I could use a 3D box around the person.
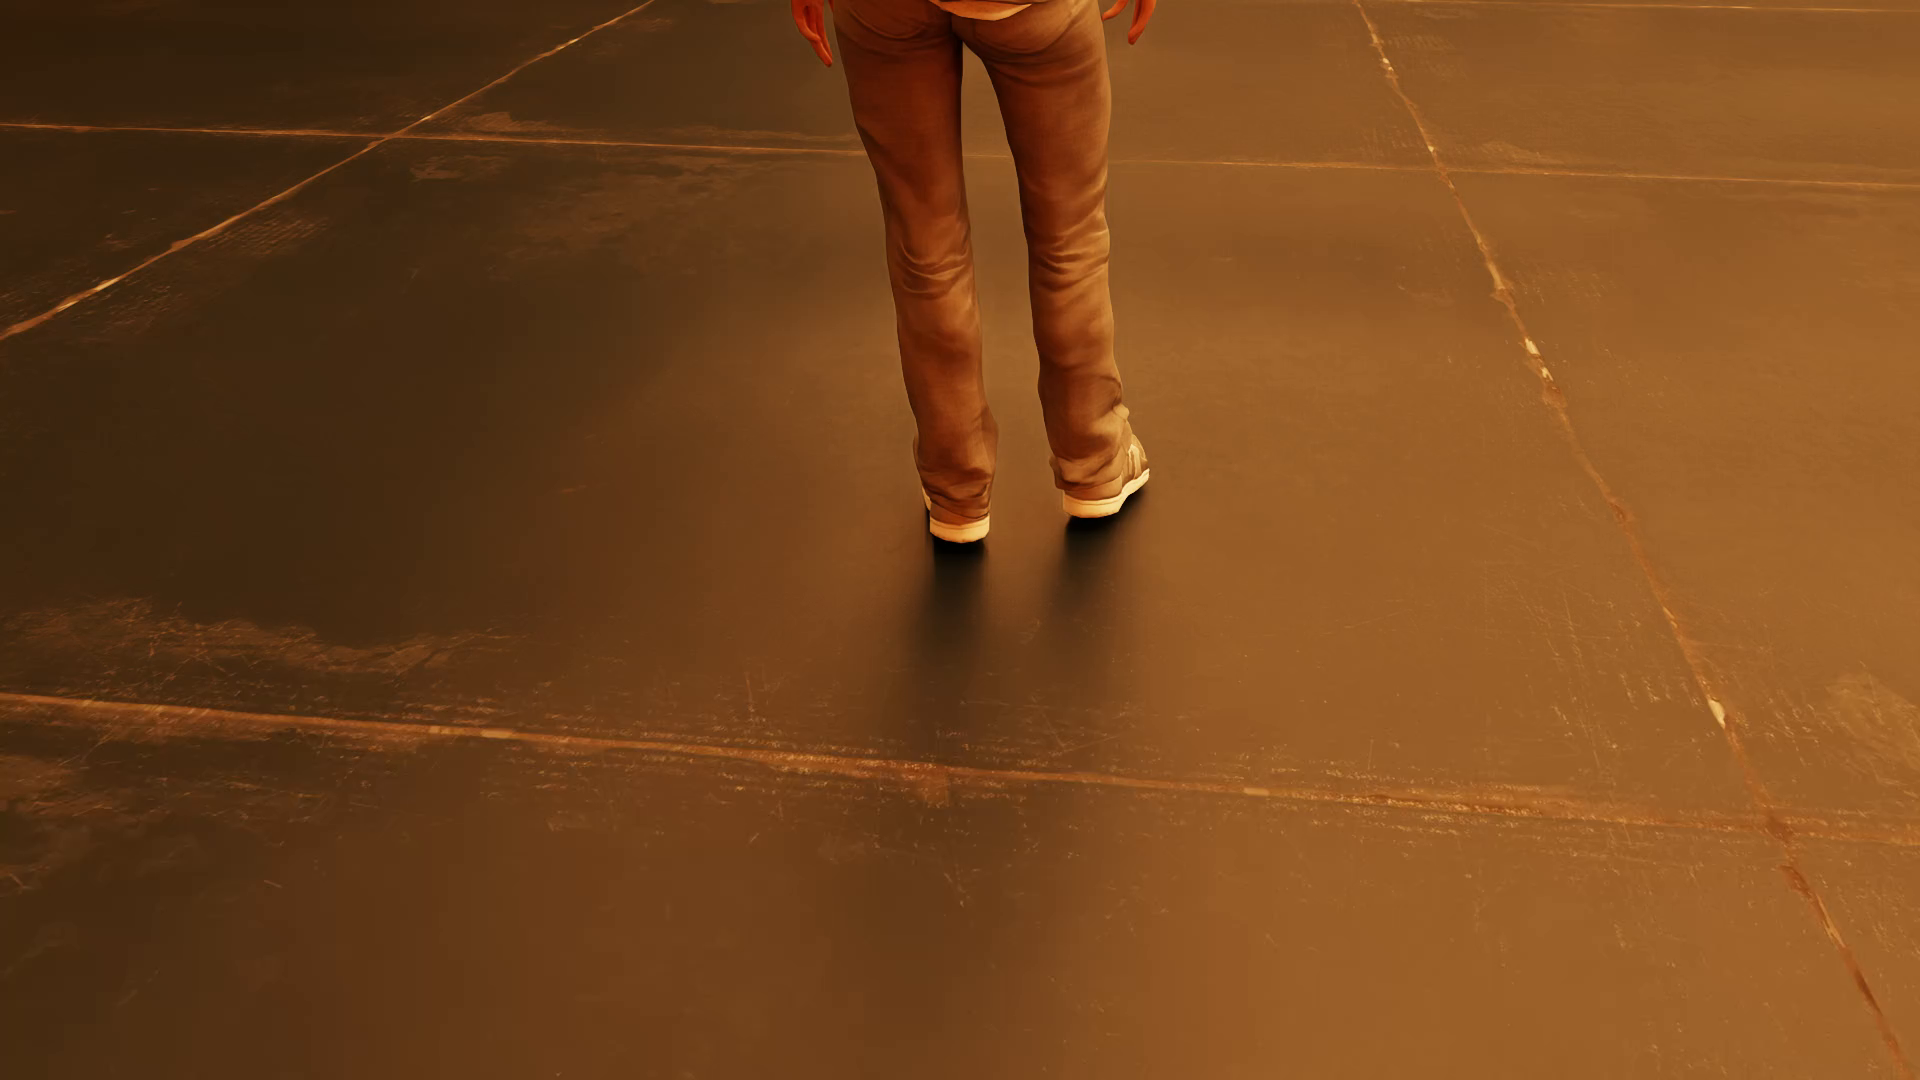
[{"bbox_3d":[0.024,-0.751,2.204,0.520,1.593,0.475,3,27,7],"label":"person"}]
